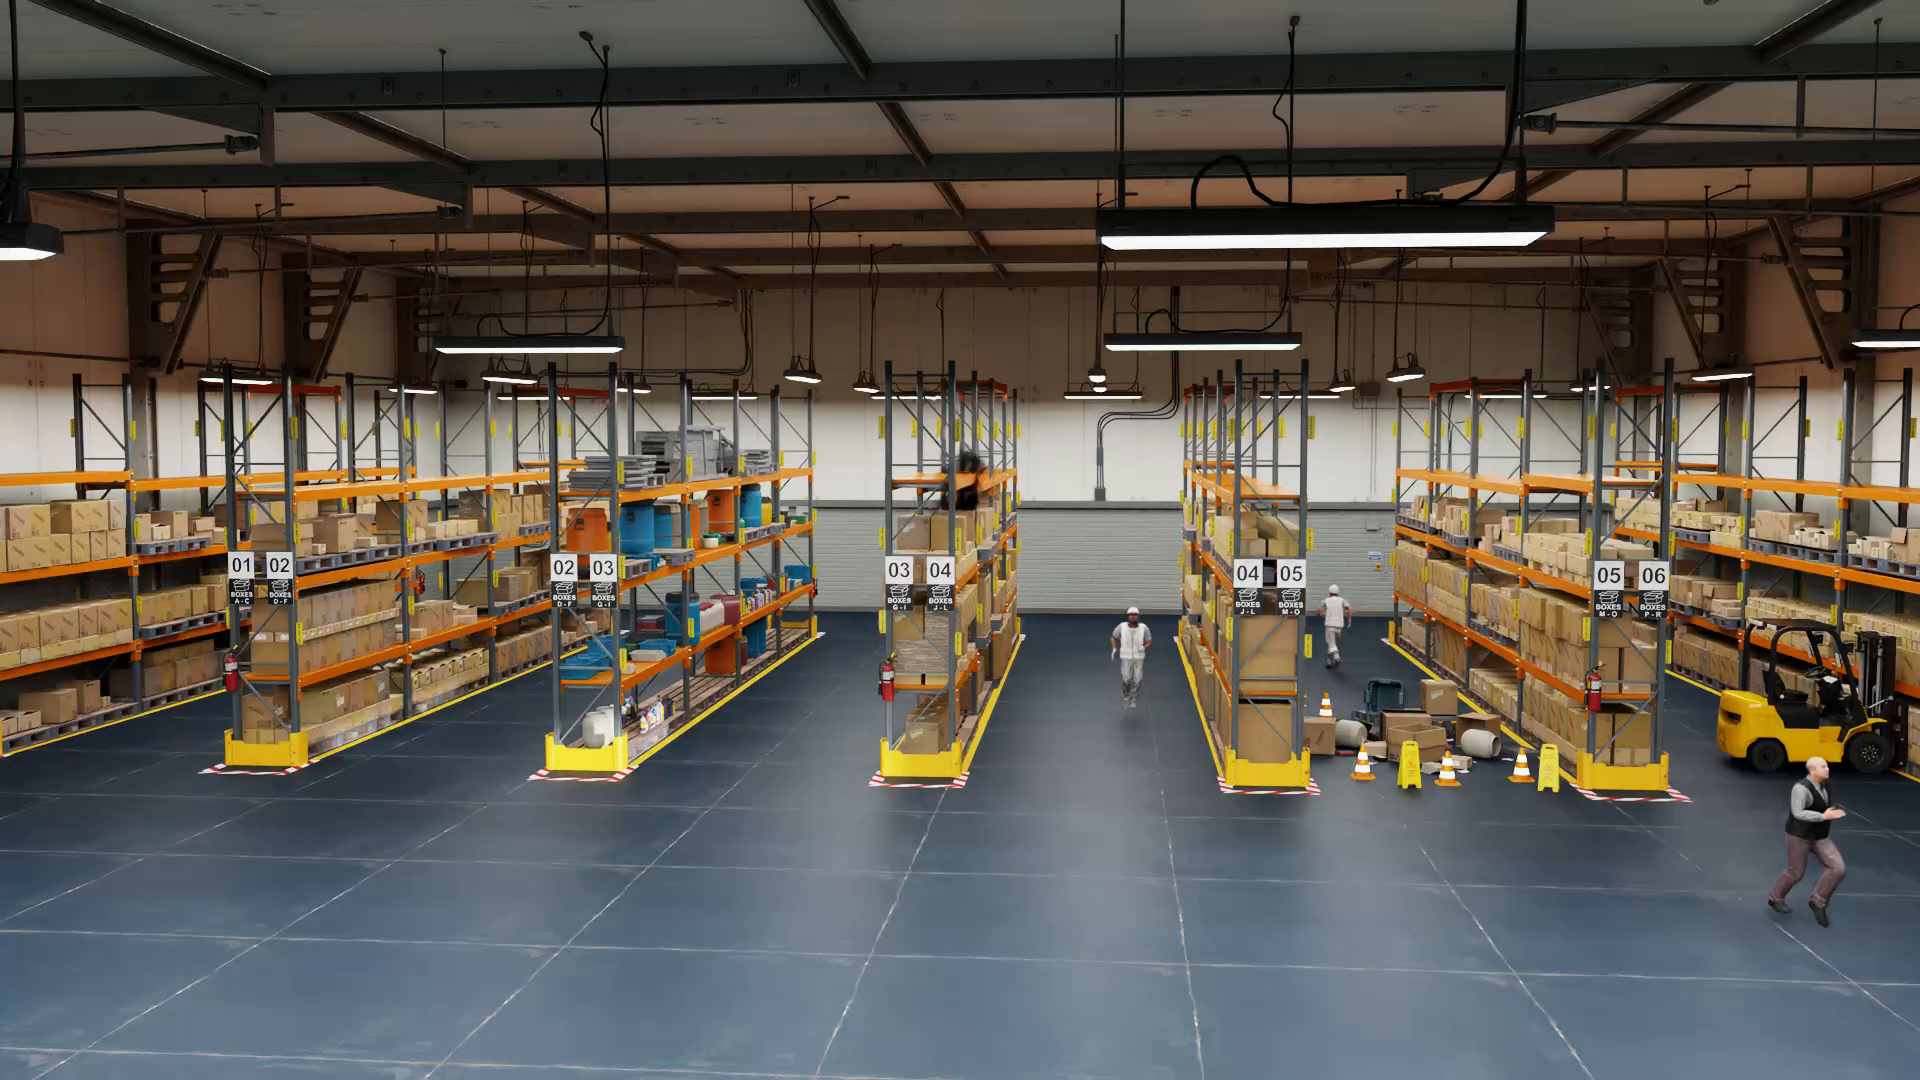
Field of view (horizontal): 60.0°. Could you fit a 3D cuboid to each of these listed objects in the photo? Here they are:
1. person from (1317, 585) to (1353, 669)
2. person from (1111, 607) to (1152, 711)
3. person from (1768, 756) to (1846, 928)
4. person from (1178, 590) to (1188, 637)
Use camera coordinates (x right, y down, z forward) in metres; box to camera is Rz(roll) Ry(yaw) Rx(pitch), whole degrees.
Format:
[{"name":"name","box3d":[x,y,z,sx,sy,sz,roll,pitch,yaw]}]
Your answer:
[{"name":"person","box3d":[7.781,1.832,34.593,0.687,1.789,1.054,0,4,-1]},{"name":"person","box3d":[2.889,2.010,27.913,0.681,1.766,0.624,0,4,2]},{"name":"person","box3d":[8.603,3.038,16.876,0.680,1.734,0.824,-2,4,-29]},{"name":"person","box3d":[5.683,1.501,40.540,0.833,1.689,0.577,-2,4,-23]}]
